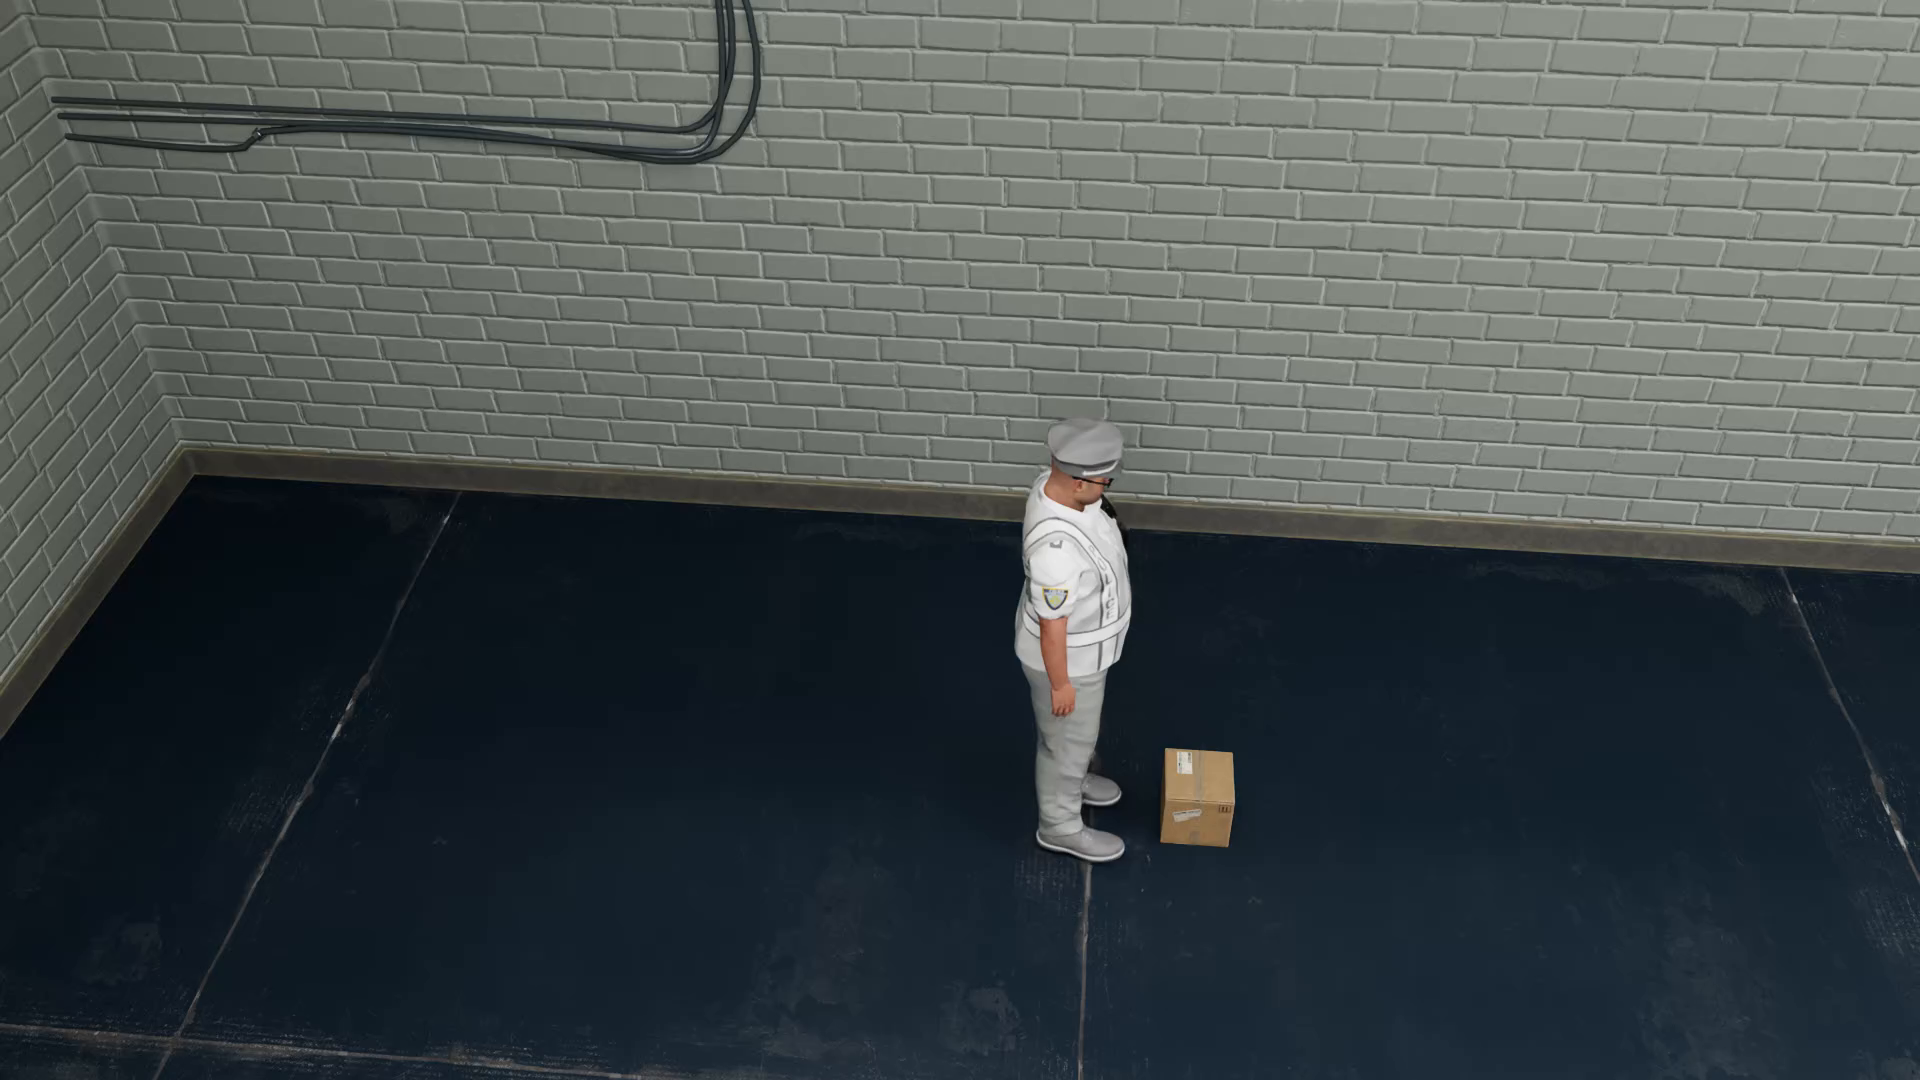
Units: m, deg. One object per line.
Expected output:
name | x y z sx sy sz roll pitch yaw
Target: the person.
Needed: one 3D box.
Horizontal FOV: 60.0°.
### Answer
person | 0.406 0.344 5.727 0.438 1.752 0.535 3 40 4
